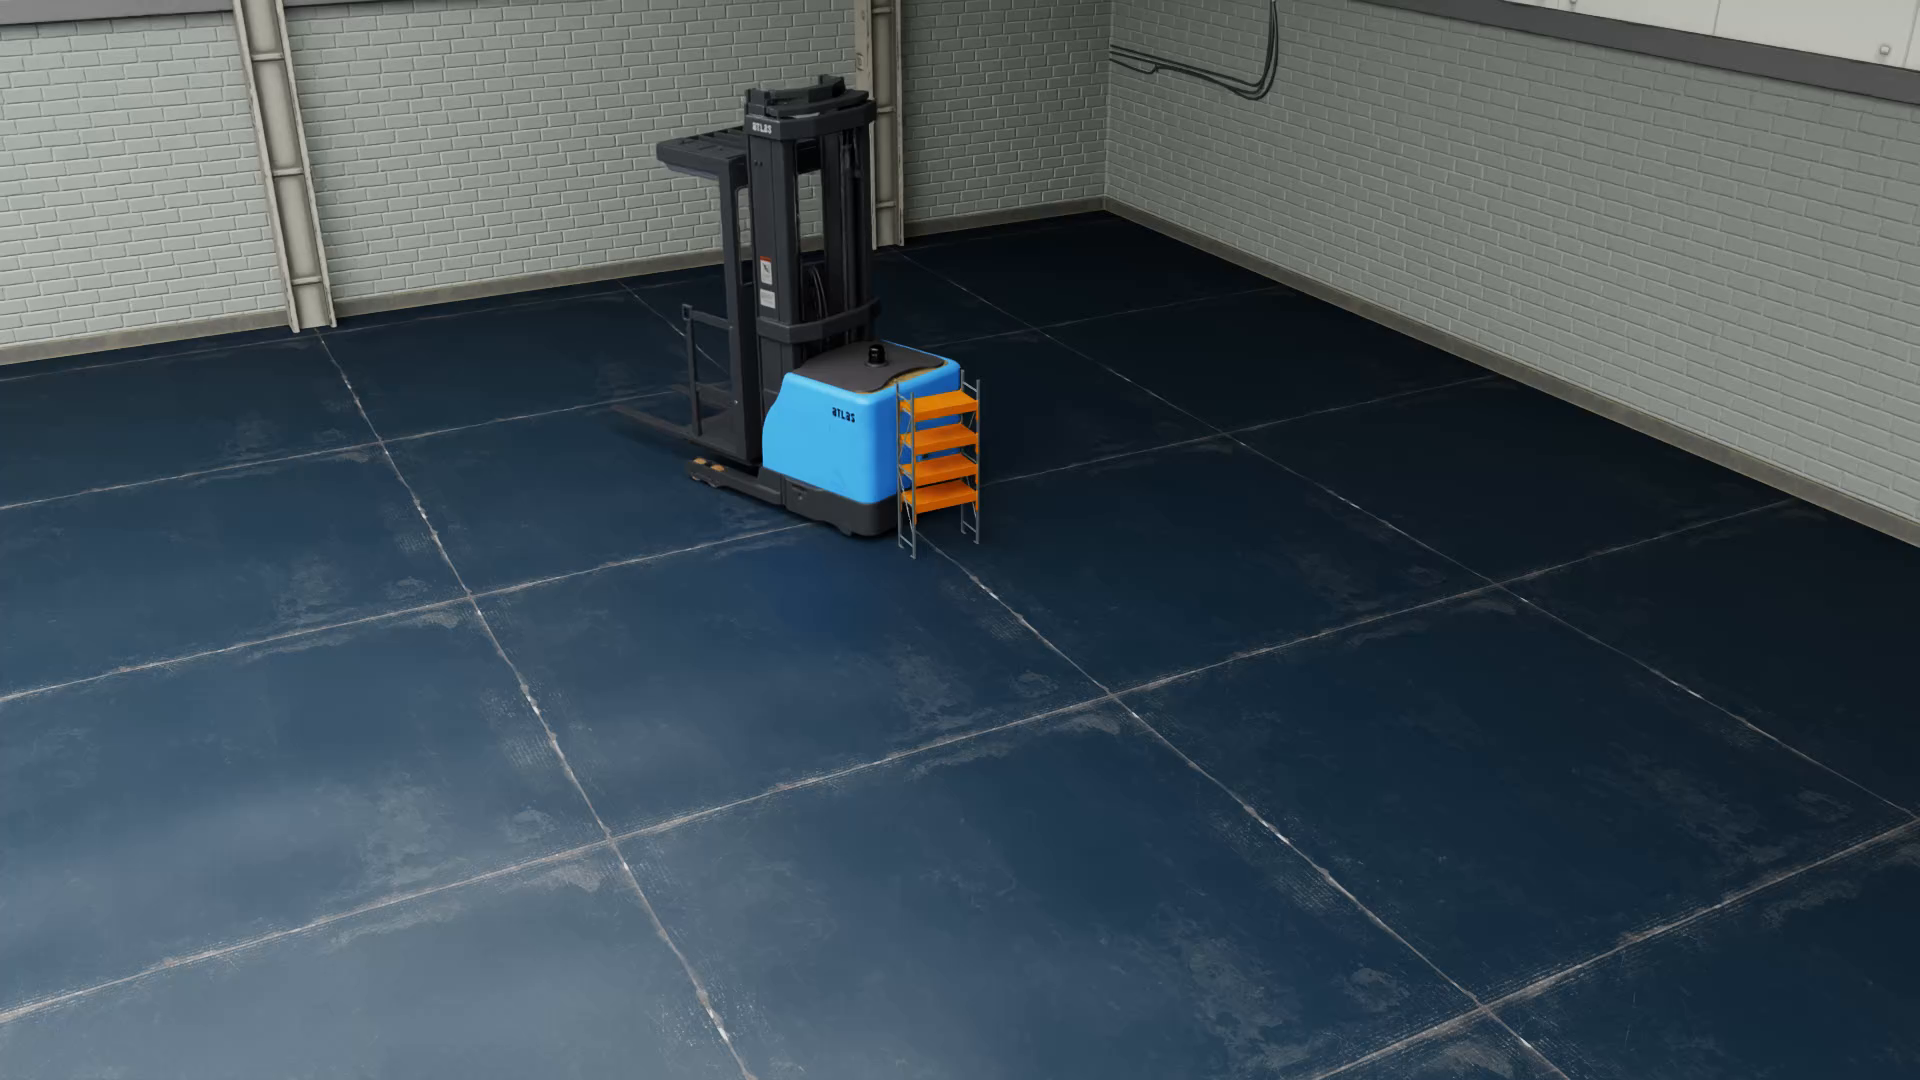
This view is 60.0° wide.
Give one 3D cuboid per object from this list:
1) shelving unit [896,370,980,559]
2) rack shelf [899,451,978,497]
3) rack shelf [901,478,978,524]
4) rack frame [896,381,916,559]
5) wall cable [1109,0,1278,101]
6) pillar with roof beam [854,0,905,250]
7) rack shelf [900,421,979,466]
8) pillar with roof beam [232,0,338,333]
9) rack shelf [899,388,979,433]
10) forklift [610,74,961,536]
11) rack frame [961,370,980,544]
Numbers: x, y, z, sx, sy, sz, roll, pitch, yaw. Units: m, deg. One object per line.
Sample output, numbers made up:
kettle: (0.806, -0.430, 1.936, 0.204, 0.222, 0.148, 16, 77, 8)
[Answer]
shelving unit: (-0.146, -0.507, 11.222, 0.503, 1.200, 0.258, -13, 29, -25)
rack shelf: (-0.146, -0.447, 11.251, 0.480, 0.148, 0.258, -13, 29, -25)
rack shelf: (-0.146, -0.268, 11.337, 0.480, 0.148, 0.258, -13, 29, -25)
rack frame: (-0.361, -0.457, 11.119, 0.015, 1.200, 0.240, -13, 29, -25)
wall cable: (2.366, -6.018, 17.277, 0.112, 2.526, 3.097, -13, 29, -25)
pillar with roof beam: (1.170, -5.679, 12.983, 0.400, 9.000, 9.100, -13, 29, -25)
rack shelf: (-0.146, -0.648, 11.155, 0.480, 0.148, 0.258, -13, 29, -25)
pillar with roof beam: (-4.124, -4.457, 10.437, 0.400, 9.000, 9.100, -13, 29, -25)
rack shelf: (-0.146, -0.861, 11.052, 0.480, 0.148, 0.258, -13, 29, -25)
forklift: (-1.423, -1.864, 12.049, 3.031, 2.935, 1.130, 20, 32, 36)
rack frame: (0.069, -0.557, 11.326, 0.015, 1.200, 0.240, -13, 29, -25)
